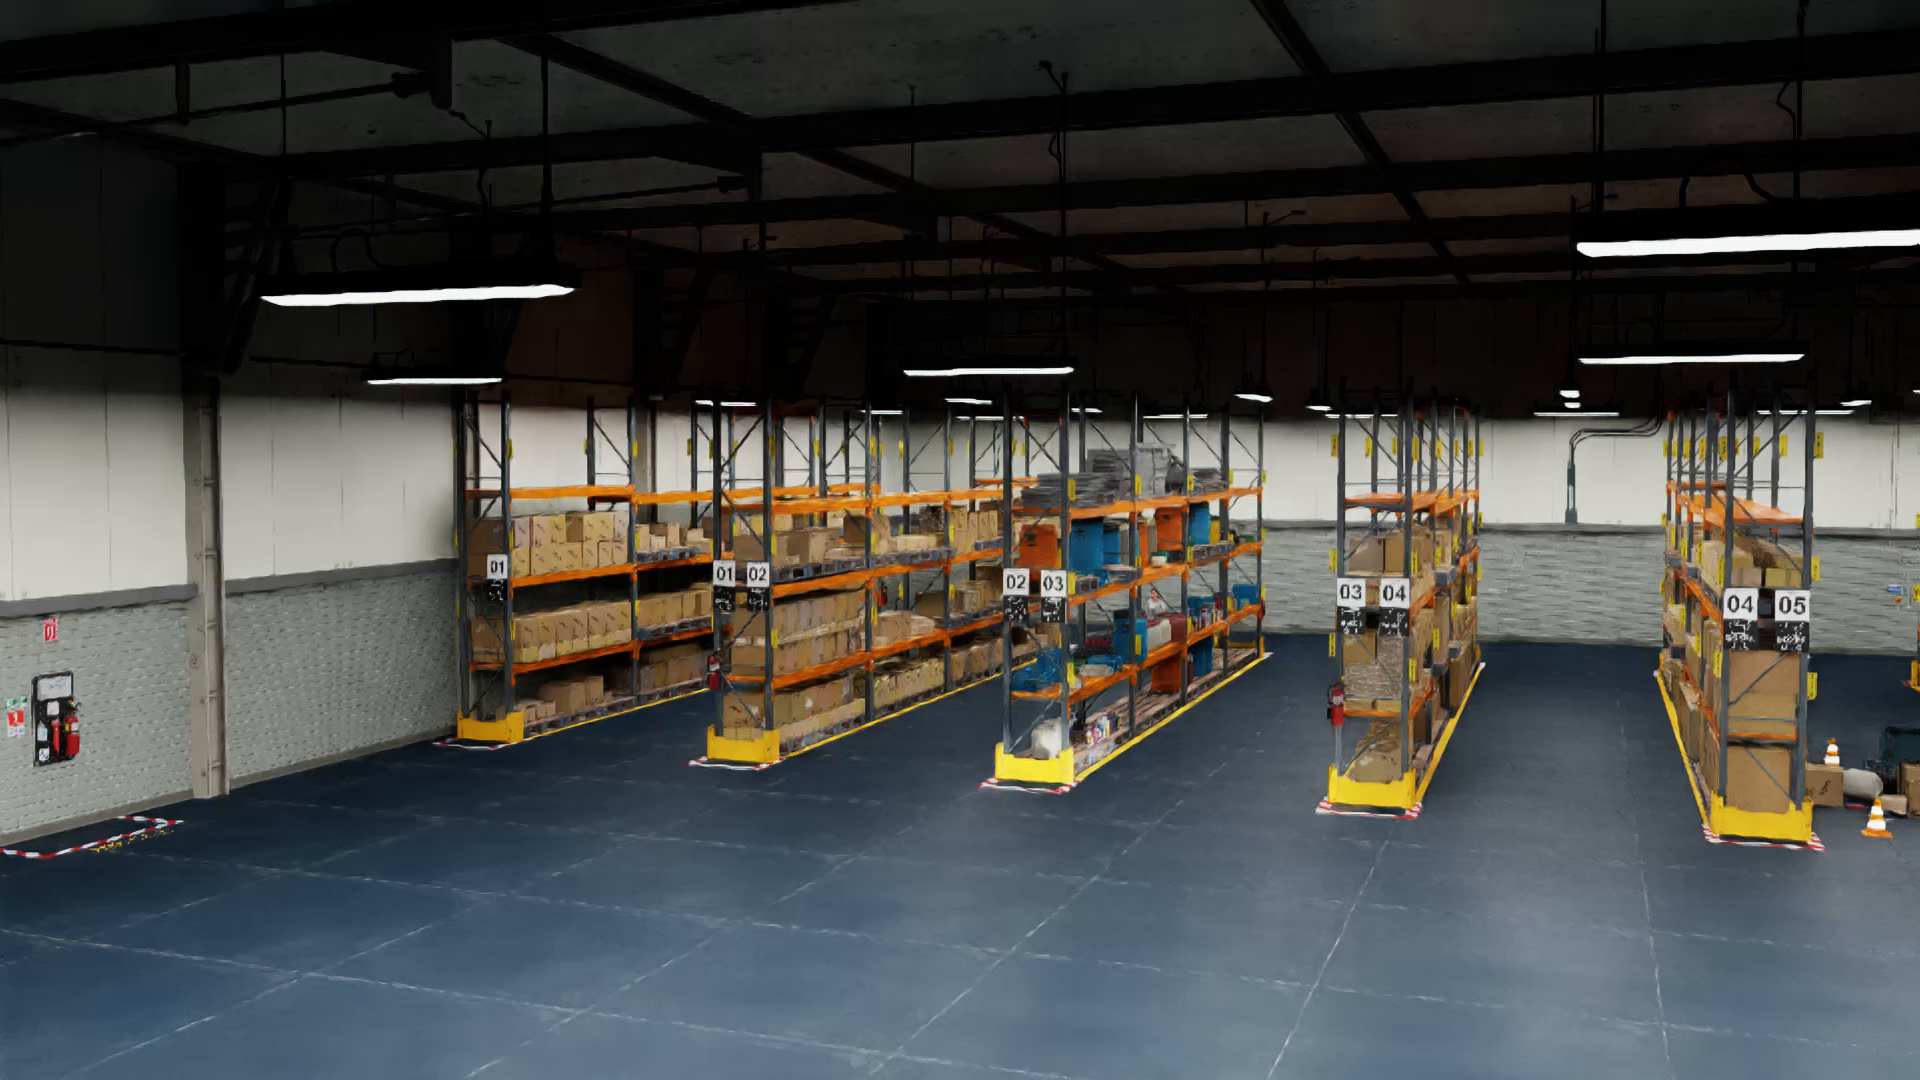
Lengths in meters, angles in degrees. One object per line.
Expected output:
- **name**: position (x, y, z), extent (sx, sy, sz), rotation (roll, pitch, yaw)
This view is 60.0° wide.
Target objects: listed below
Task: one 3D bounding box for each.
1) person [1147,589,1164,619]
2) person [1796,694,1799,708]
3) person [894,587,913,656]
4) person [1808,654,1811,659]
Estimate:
- **person**: position (4.751, 1.964, 40.446), extent (0.445, 1.591, 1.110), rotation (1, 3, 18)
- **person**: position (16.107, 2.389, 32.113), extent (0.498, 1.674, 0.464), rotation (-3, 4, -39)
- **person**: position (-1.337, 1.965, 39.214), extent (0.463, 1.731, 0.591), rotation (0, 3, -3)
- **person**: position (19.659, 1.973, 39.033), extent (0.607, 1.770, 0.622), rotation (-2, 4, -34)
